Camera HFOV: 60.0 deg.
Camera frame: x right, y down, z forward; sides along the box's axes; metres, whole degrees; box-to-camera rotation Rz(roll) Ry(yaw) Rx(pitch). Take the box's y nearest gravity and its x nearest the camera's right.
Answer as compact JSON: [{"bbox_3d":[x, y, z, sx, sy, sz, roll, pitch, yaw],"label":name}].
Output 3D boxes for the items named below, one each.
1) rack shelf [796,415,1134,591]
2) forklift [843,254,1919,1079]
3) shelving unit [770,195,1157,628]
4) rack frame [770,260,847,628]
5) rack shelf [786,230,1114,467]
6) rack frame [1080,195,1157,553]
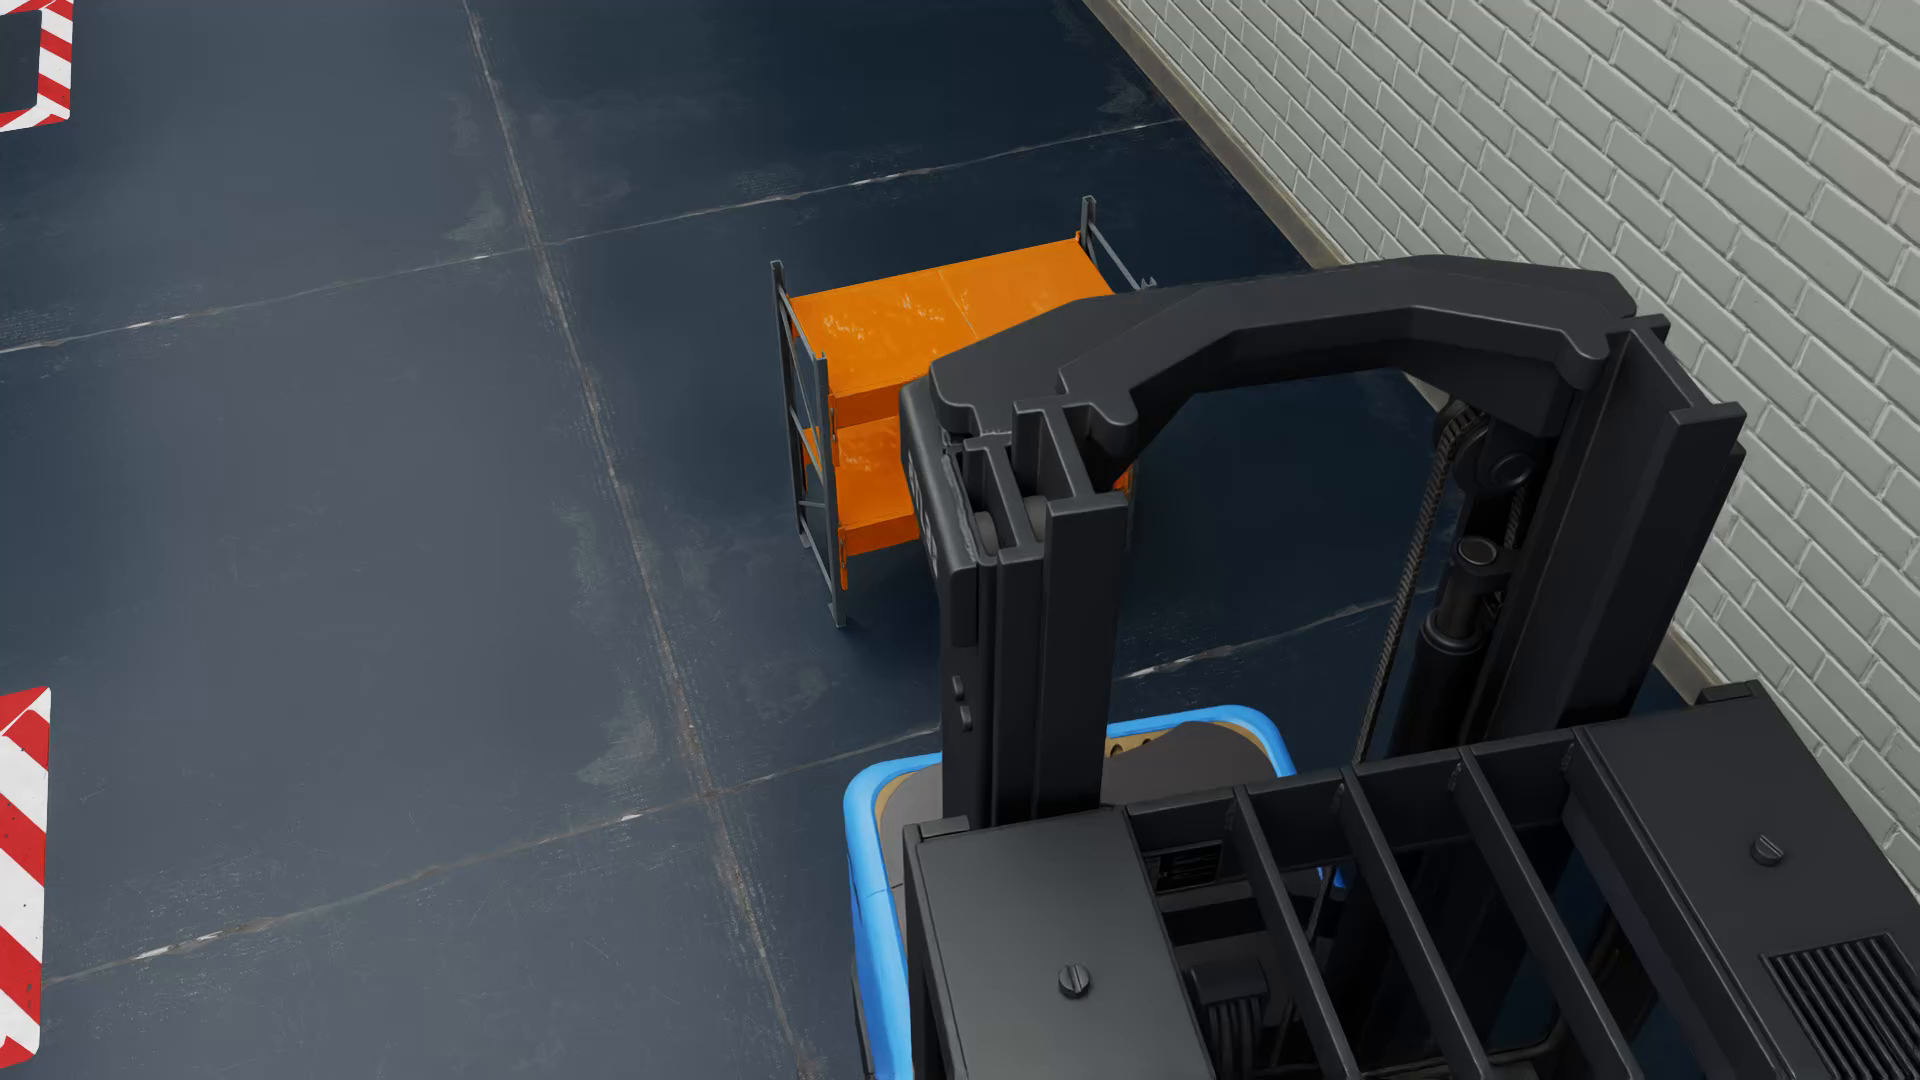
[{"bbox_3d":[0.006,-0.226,5.526,1.000,0.278,0.538,-14,47,-14],"label":"rack shelf"},{"bbox_3d":[0.525,1.187,2.498,1.130,2.935,3.031,-8,46,-8],"label":"forklift"},{"bbox_3d":[0.006,-0.399,5.353,1.048,1.125,0.538,-14,47,-14],"label":"shelving unit"},{"bbox_3d":[-0.472,-0.276,5.231,0.032,1.125,0.500,-14,47,-14],"label":"rack frame"},{"bbox_3d":[0.006,-0.605,5.146,1.000,0.278,0.538,-14,47,-14],"label":"rack shelf"},{"bbox_3d":[0.484,-0.521,5.475,0.032,1.125,0.500,-14,47,-14],"label":"rack frame"}]
